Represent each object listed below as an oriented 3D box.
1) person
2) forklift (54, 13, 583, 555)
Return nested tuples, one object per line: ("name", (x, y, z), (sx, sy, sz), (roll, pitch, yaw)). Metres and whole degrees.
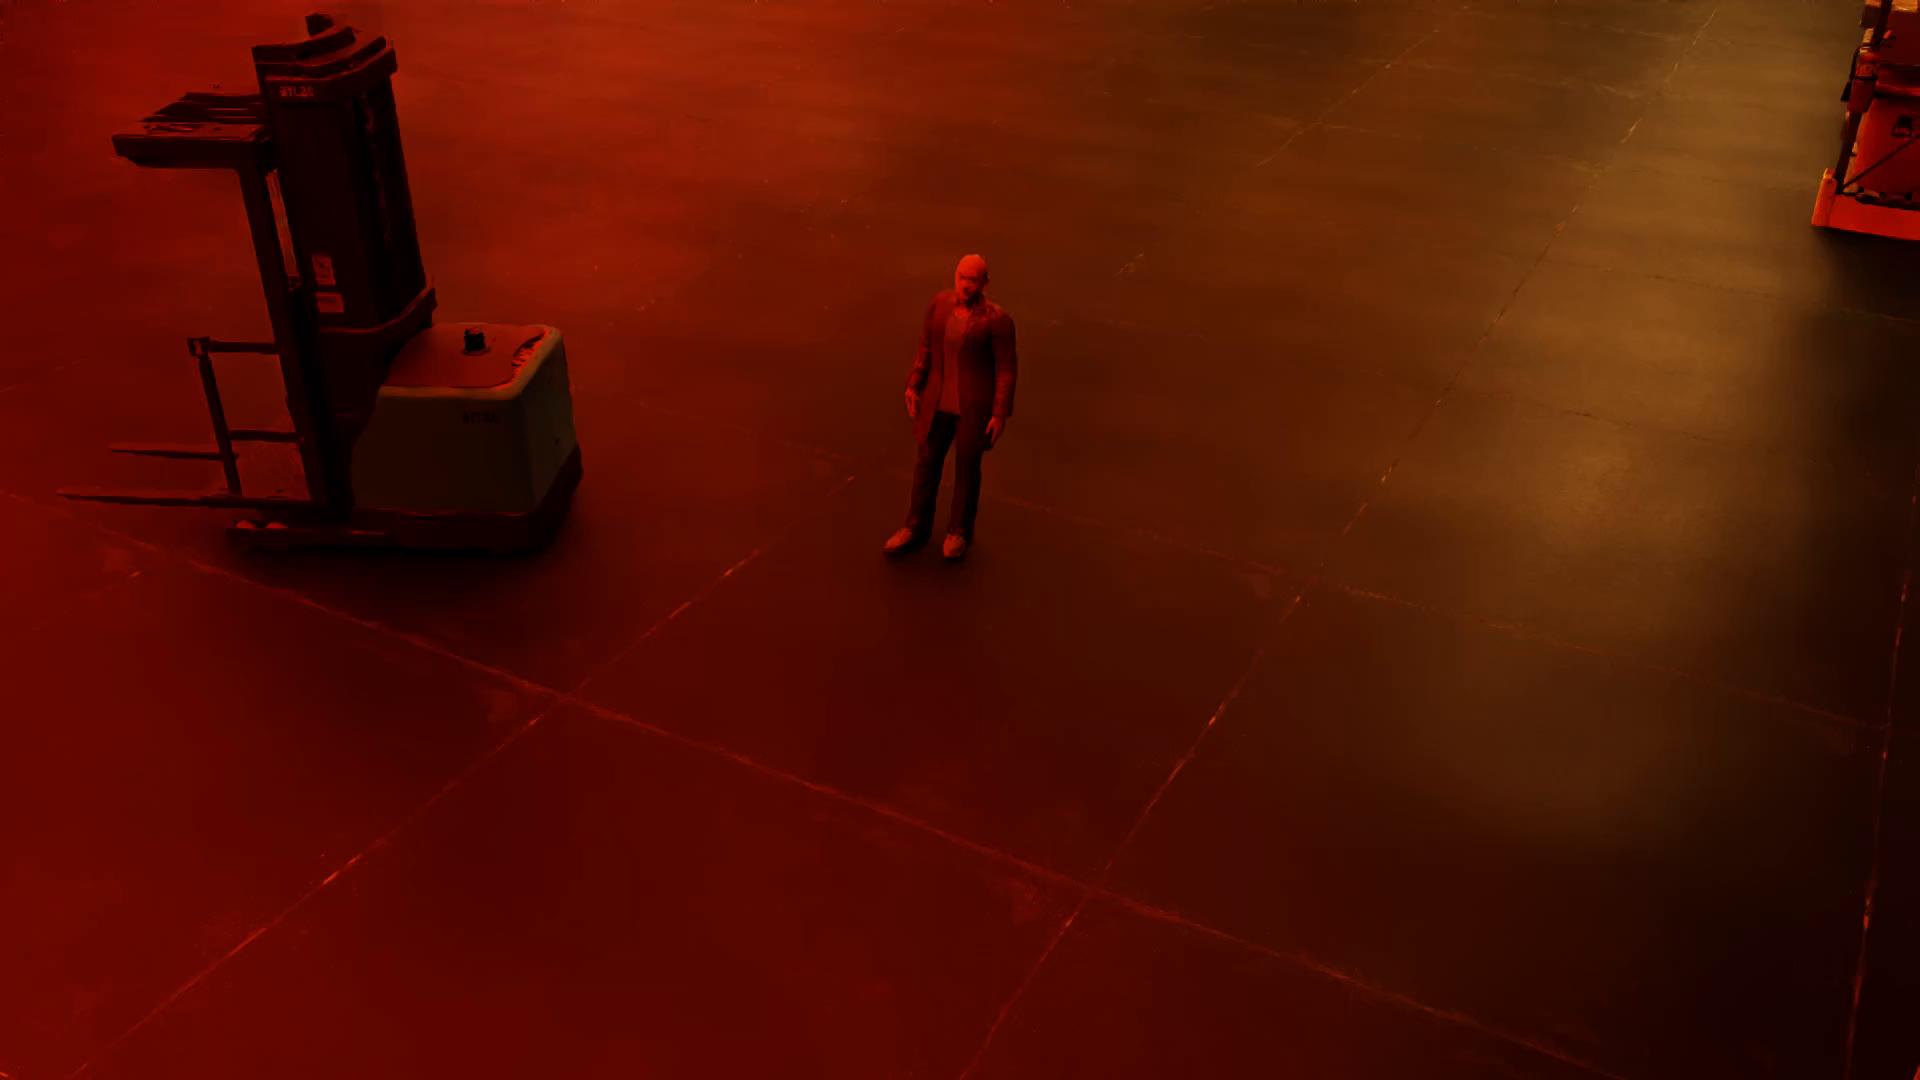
("person", (-0.048, -0.738, 9.487), (0.694, 1.776, 0.580), (15, 33, 25))
("forklift", (-3.941, -1.466, 9.611), (3.031, 2.935, 1.130), (2, 30, 4))
